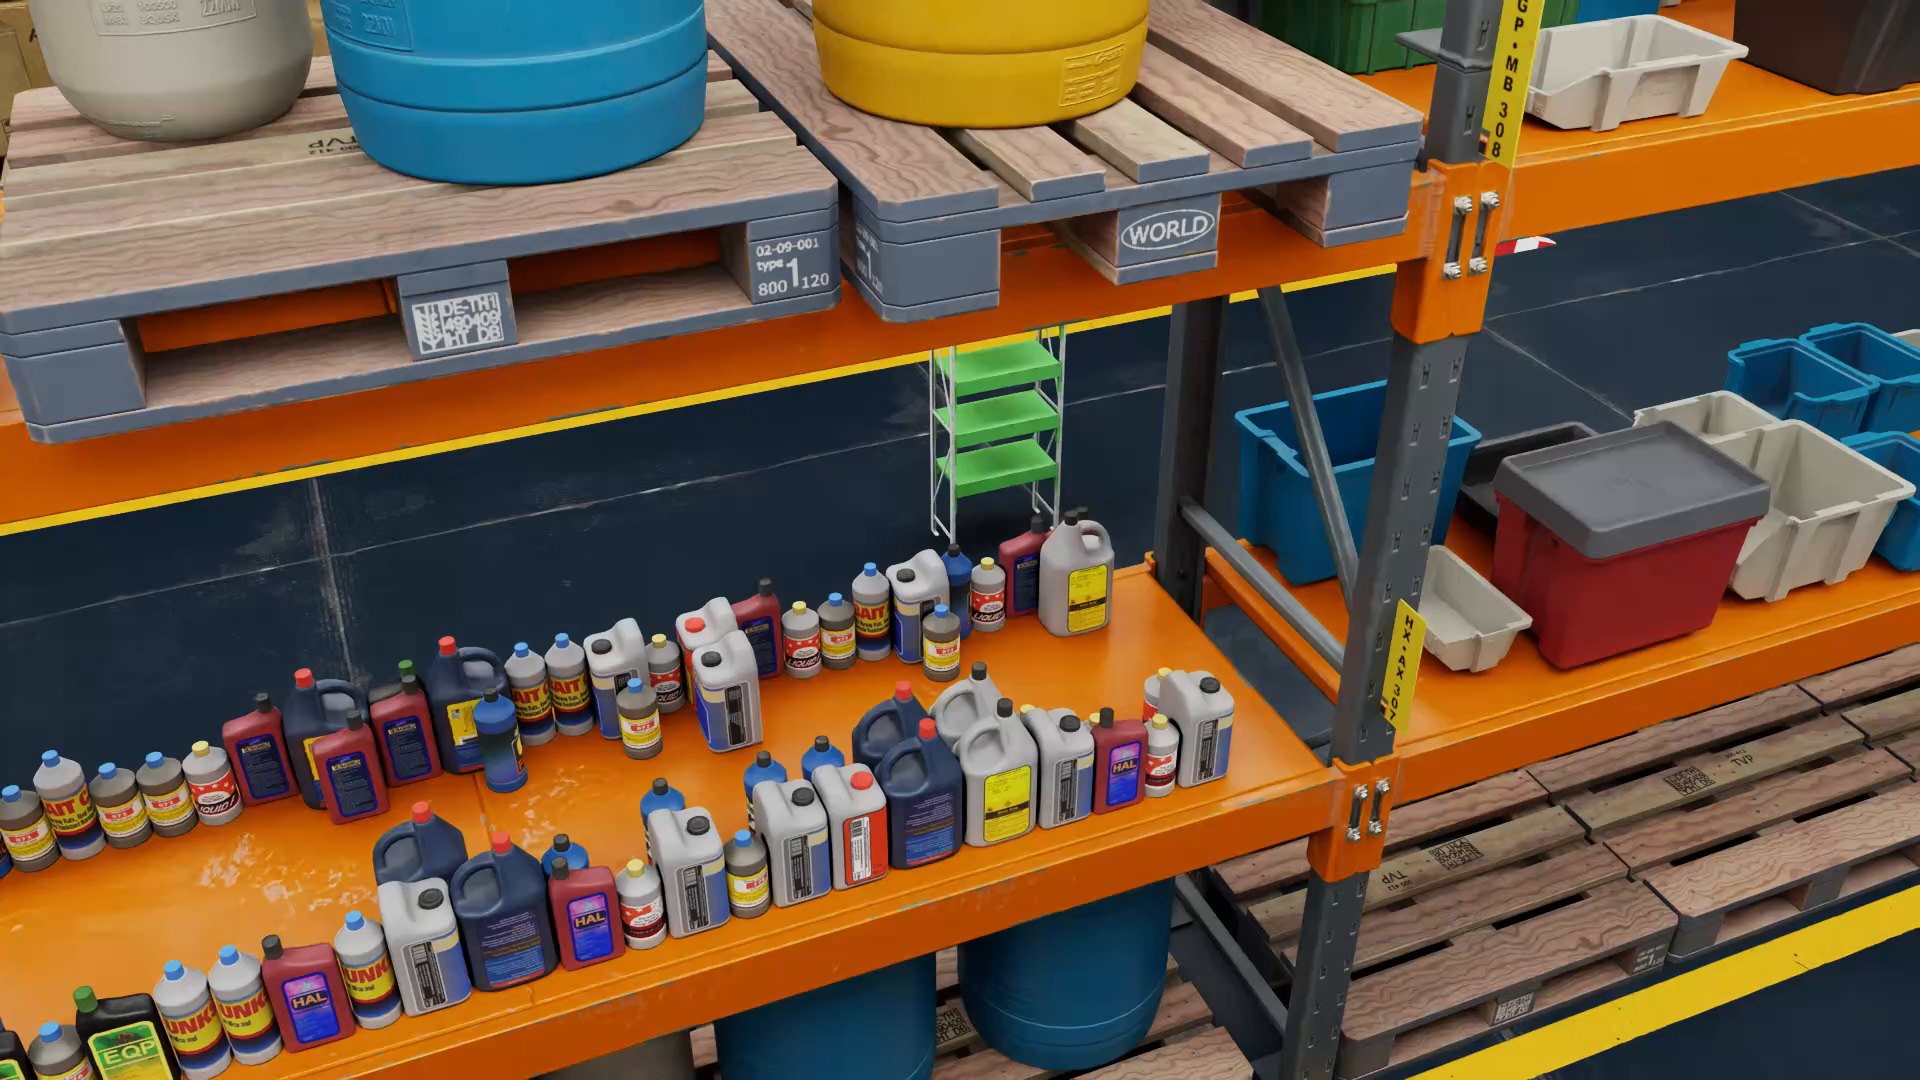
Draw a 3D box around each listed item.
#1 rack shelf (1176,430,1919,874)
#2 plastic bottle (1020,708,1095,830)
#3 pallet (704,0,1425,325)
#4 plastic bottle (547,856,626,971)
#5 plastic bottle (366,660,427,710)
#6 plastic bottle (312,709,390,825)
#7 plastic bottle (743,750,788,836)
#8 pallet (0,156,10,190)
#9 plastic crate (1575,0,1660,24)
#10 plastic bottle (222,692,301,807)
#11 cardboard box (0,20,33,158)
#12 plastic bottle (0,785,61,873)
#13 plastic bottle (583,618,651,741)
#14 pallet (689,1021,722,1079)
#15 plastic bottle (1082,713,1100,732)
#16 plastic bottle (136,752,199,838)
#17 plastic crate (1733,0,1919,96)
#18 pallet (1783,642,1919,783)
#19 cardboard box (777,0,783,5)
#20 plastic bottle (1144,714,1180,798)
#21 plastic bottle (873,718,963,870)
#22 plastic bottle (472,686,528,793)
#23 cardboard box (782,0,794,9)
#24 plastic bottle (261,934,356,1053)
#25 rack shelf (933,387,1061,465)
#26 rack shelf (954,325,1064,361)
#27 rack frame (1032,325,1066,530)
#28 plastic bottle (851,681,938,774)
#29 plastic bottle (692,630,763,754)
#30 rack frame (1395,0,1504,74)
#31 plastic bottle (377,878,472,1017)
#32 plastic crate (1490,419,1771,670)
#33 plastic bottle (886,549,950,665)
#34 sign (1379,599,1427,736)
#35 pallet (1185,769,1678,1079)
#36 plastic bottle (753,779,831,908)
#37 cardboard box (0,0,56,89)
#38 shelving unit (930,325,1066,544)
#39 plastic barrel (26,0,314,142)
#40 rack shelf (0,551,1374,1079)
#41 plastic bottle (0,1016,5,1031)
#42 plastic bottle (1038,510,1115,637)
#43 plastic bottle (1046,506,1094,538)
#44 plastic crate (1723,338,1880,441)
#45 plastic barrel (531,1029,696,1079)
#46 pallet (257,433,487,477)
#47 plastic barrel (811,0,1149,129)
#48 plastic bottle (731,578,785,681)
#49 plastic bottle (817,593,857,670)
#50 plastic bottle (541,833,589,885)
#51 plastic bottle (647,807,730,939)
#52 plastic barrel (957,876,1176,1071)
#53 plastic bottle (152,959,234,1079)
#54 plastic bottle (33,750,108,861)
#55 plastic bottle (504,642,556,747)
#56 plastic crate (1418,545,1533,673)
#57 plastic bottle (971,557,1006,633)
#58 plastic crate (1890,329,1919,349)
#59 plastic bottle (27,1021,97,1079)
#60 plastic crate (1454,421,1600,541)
[{"bbox_3d":[2.643,0.011,5.142,4.000,0.370,1.077,-13,35,-19],"label":"rack shelf"},{"bbox_3d":[0.224,0.507,3.834,0.135,0.276,0.152,-13,35,-19],"label":"plastic bottle"},{"bbox_3d":[0.114,-0.832,3.200,1.003,0.211,1.213,-13,35,-19],"label":"pallet"},{"bbox_3d":[-0.775,0.759,3.440,0.133,0.283,0.061,-13,35,-19],"label":"plastic bottle"},{"bbox_3d":[-1.334,0.417,3.966,0.133,0.283,0.061,-13,35,-19],"label":"plastic bottle"},{"bbox_3d":[-1.401,0.518,3.811,0.133,0.283,0.061,-13,35,-19],"label":"plastic bottle"},{"bbox_3d":[-0.431,0.585,3.719,0.097,0.271,0.097,0,33,0],"label":"plastic bottle"},{"bbox_3d":[-4.206,-1.613,7.155,1.003,0.211,1.213,-13,35,-19],"label":"pallet"},{"bbox_3d":[1.515,-1.408,4.067,0.300,0.233,0.416,-13,35,-19],"label":"plastic crate"},{"bbox_3d":[-1.628,0.484,3.863,0.133,0.283,0.061,-13,35,-19],"label":"plastic bottle"},{"bbox_3d":[-4.266,-1.923,6.978,0.500,0.500,0.700,-26,41,-34],"label":"cardboard box"},{"bbox_3d":[-2.086,0.634,3.707,0.097,0.201,0.097,0,33,0],"label":"plastic bottle"},{"bbox_3d":[-0.843,0.335,4.099,0.135,0.276,0.152,-13,35,-19],"label":"plastic bottle"},{"bbox_3d":[-1.055,1.702,4.440,1.213,0.211,1.003,-13,35,-19],"label":"pallet"},{"bbox_3d":[0.318,0.497,3.918,0.097,0.201,0.097,0,33,0],"label":"plastic bottle"},{"bbox_3d":[-1.817,0.573,3.802,0.097,0.201,0.097,0,33,0],"label":"plastic bottle"},{"bbox_3d":[2.050,-1.195,3.706,0.590,0.269,0.497,-13,35,-19],"label":"plastic crate"},{"bbox_3d":[3.711,0.611,6.118,1.213,0.211,1.003,-13,35,-19],"label":"pallet"},{"bbox_3d":[-0.754,-2.636,8.459,0.500,0.500,0.500,-12,35,-18],"label":"cardboard box"},{"bbox_3d":[0.464,0.499,3.915,0.097,0.201,0.097,0,33,0],"label":"plastic bottle"},{"bbox_3d":[-0.093,0.550,3.699,0.185,0.351,0.144,-13,35,-19],"label":"plastic bottle"},{"bbox_3d":[-1.084,0.461,3.909,0.097,0.271,0.097,0,33,0],"label":"plastic bottle"},{"bbox_3d":[-0.540,-2.372,8.054,0.500,0.500,0.500,-12,35,-18],"label":"cardboard box"},{"bbox_3d":[-1.282,0.876,3.261,0.133,0.283,0.061,-13,35,-19],"label":"plastic bottle"},{"bbox_3d":[0.153,-0.484,7.011,0.480,0.148,0.258,-13,35,-19],"label":"rack shelf"},{"bbox_3d":[0.153,-0.887,6.750,0.480,0.148,0.258,-13,35,-19],"label":"rack shelf"},{"bbox_3d":[0.378,-0.589,7.056,0.015,1.200,0.240,-13,35,-19],"label":"rack frame"},{"bbox_3d":[-0.148,0.478,3.811,0.185,0.351,0.144,-13,35,-19],"label":"plastic bottle"},{"bbox_3d":[-0.570,0.362,4.057,0.135,0.276,0.152,-13,35,-19],"label":"plastic bottle"},{"bbox_3d":[0.799,-2.383,2.661,0.127,3.000,1.000,-13,35,-19],"label":"rack frame"},{"bbox_3d":[-1.087,0.807,3.373,0.135,0.276,0.152,-13,35,-19],"label":"plastic bottle"},{"bbox_3d":[1.719,0.018,4.359,0.583,0.464,0.402,-13,35,-19],"label":"plastic crate"},{"bbox_3d":[-0.113,0.167,4.356,0.135,0.276,0.152,-13,35,-19],"label":"plastic bottle"},{"bbox_3d":[1.010,0.293,3.796,0.005,0.325,0.100,-13,35,-19],"label":"sign"},{"bbox_3d":[1.462,1.126,5.326,1.213,0.211,1.003,-13,35,-19],"label":"pallet"},{"bbox_3d":[-0.365,0.642,3.627,0.135,0.276,0.152,-13,35,-19],"label":"plastic bottle"},{"bbox_3d":[-5.996,-3.370,11.264,0.750,0.750,0.750,-13,35,-20],"label":"cardboard box"},{"bbox_3d":[0.153,-0.538,6.976,0.503,1.200,0.258,-13,35,-19],"label":"shelving unit"},{"bbox_3d":[-1.313,-0.964,2.721,0.433,0.535,0.433,0,33,0],"label":"plastic barrel"},{"bbox_3d":[-1.045,0.856,3.844,4.000,0.370,1.077,-13,35,-19],"label":"rack shelf"},{"bbox_3d":[-1.845,0.963,3.138,0.097,0.271,0.097,0,33,0],"label":"plastic bottle"},{"bbox_3d":[0.311,0.072,4.433,0.185,0.351,0.144,-13,35,-19],"label":"plastic bottle"},{"bbox_3d":[0.295,0.044,4.539,0.133,0.283,0.061,-13,35,-19],"label":"plastic bottle"},{"bbox_3d":[2.641,-0.440,5.274,0.300,0.233,0.416,-13,35,-19],"label":"plastic crate"},{"bbox_3d":[-0.918,1.329,4.354,0.421,0.512,0.421,0,33,0],"label":"plastic barrel"},{"bbox_3d":[-2.977,-0.740,8.194,1.213,0.211,1.003,-13,35,-19],"label":"pallet"},{"bbox_3d":[0.036,-1.086,2.860,0.600,0.588,0.600,0,33,0],"label":"plastic barrel"},{"bbox_3d":[-0.523,0.231,4.251,0.133,0.283,0.061,-13,35,-19],"label":"plastic bottle"},{"bbox_3d":[-0.320,0.230,4.328,0.097,0.201,0.097,0,33,0],"label":"plastic bottle"},{"bbox_3d":[-0.822,0.728,3.498,0.097,0.271,0.097,0,33,0],"label":"plastic bottle"},{"bbox_3d":[-0.579,0.691,3.552,0.135,0.276,0.152,-13,35,-19],"label":"plastic bottle"},{"bbox_3d":[0.290,0.942,4.591,0.708,0.901,0.600,-13,35,-19],"label":"plastic barrel"},{"bbox_3d":[-1.485,0.916,3.209,0.097,0.271,0.097,0,33,0],"label":"plastic bottle"},{"bbox_3d":[-1.996,0.584,3.720,0.097,0.271,0.097,0,33,0],"label":"plastic bottle"},{"bbox_3d":[-1.050,0.368,4.052,0.097,0.271,0.097,0,33,0],"label":"plastic bottle"},{"bbox_3d":[1.283,0.191,4.393,0.243,0.136,0.396,-13,35,-19],"label":"plastic crate"},{"bbox_3d":[0.073,0.140,4.467,0.097,0.201,0.097,0,33,0],"label":"plastic bottle"},{"bbox_3d":[3.178,-0.571,5.564,0.298,0.136,0.250,-13,35,-19],"label":"plastic crate"},{"bbox_3d":[-1.698,0.994,3.154,0.097,0.201,0.097,0,33,0],"label":"plastic bottle"},{"bbox_3d":[1.727,-0.149,4.926,0.590,0.125,0.437,-13,35,-19],"label":"plastic crate"}]
